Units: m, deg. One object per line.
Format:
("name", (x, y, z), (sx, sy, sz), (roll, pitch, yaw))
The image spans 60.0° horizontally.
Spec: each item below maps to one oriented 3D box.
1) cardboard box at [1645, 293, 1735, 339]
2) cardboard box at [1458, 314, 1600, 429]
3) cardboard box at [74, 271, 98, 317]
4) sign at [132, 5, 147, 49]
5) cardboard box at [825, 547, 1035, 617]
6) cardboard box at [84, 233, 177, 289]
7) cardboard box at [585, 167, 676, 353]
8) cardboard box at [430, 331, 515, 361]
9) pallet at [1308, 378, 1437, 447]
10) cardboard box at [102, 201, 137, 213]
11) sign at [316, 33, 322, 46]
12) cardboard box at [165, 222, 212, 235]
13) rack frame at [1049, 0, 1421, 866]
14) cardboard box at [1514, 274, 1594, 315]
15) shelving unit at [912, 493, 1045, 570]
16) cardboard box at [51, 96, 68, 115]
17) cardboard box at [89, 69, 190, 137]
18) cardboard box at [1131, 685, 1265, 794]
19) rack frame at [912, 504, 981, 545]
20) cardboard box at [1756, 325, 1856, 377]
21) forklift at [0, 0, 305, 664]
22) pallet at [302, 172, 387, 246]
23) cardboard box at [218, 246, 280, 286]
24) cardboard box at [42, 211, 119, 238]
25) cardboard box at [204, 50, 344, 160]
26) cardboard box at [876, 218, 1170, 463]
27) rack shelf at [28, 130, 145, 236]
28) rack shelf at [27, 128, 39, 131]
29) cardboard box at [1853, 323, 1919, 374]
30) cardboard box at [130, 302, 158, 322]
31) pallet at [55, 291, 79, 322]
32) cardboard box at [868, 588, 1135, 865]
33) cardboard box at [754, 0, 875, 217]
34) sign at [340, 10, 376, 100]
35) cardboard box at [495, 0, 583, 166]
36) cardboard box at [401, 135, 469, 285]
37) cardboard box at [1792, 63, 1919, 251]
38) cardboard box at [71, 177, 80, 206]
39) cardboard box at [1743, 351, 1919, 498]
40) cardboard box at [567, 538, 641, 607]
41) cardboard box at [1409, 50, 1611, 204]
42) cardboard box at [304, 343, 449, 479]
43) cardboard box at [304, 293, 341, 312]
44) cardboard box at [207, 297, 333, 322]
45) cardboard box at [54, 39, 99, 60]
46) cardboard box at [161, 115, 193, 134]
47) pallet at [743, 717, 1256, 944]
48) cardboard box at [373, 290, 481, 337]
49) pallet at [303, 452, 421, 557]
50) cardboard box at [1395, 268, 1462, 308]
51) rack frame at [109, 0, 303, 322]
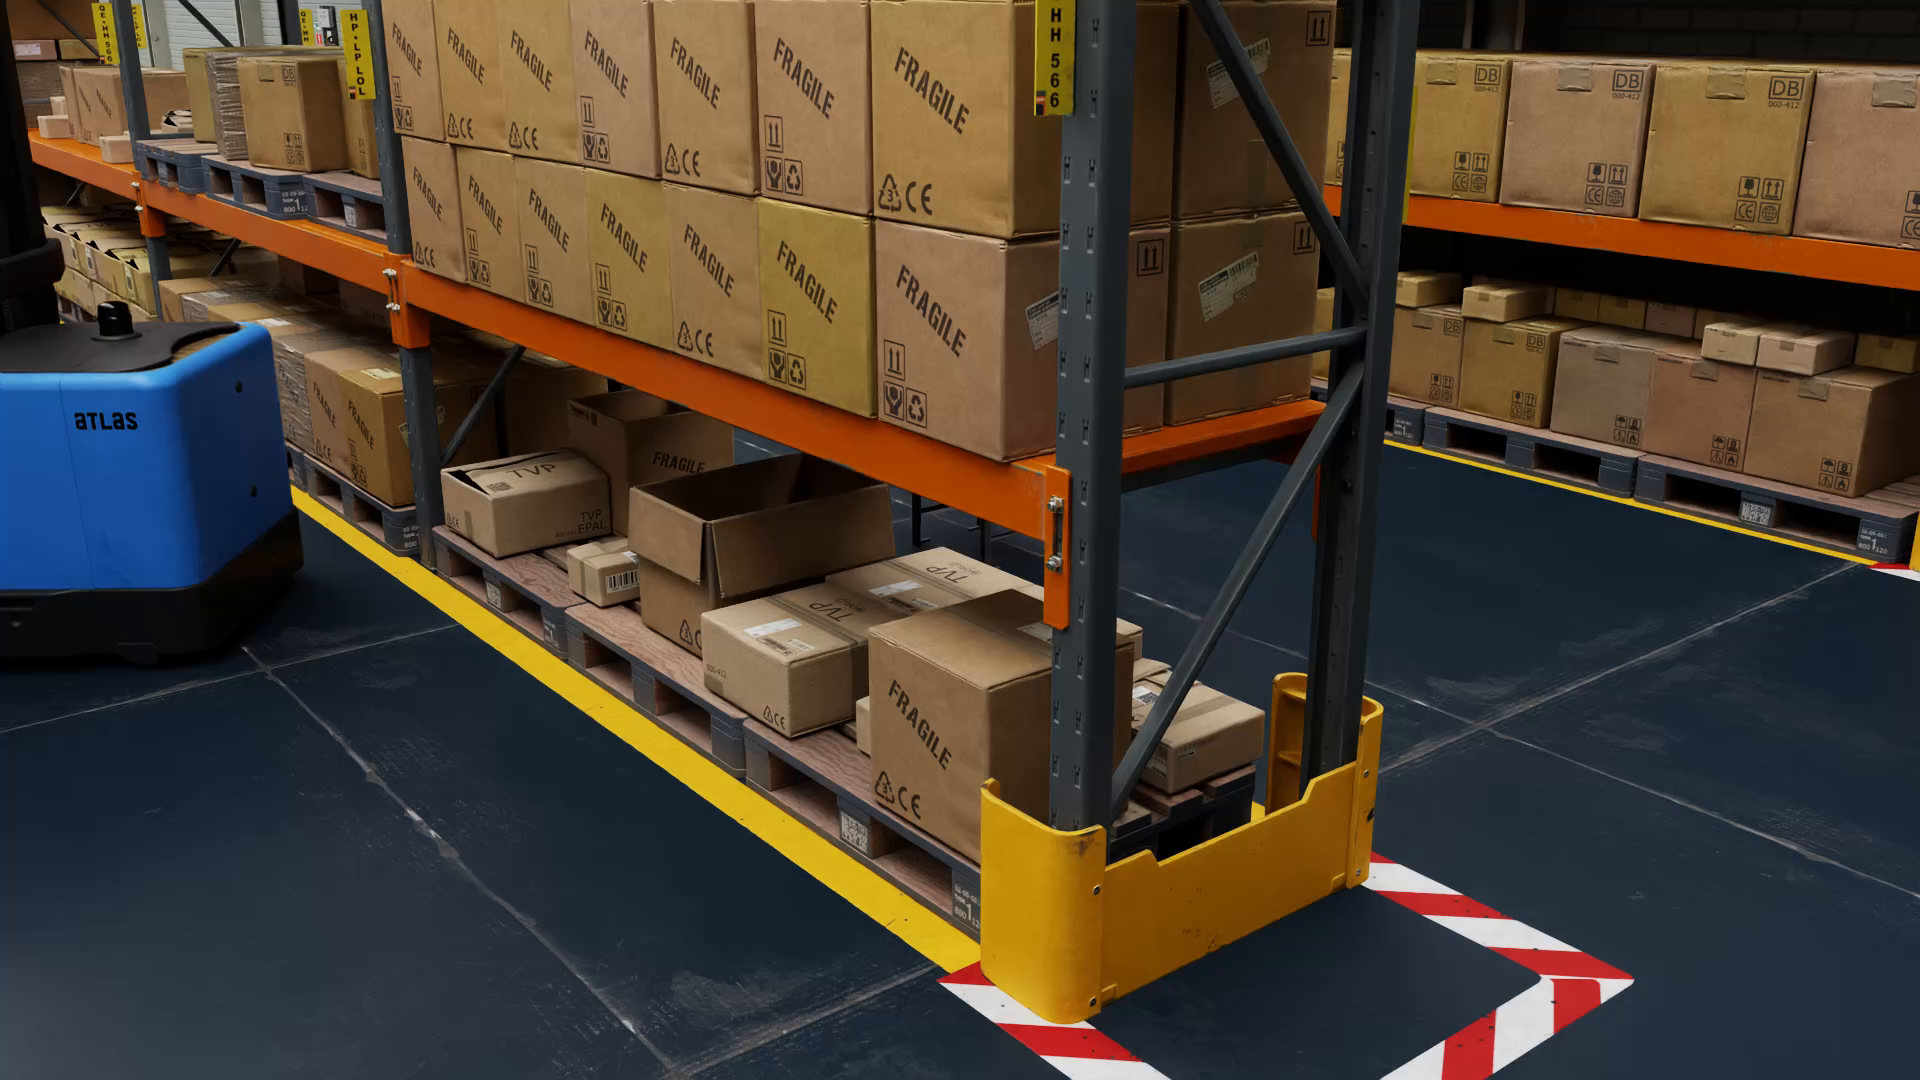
("cardboard box", (3.609, -1.110, 8.221), (0.380, 0.149, 0.250), (-14, 23, -35))
("cardboard box", (3.043, -0.922, 8.685), (0.700, 0.500, 0.500), (-13, 23, -35))
("cardboard box", (-5.803, -1.736, 11.540), (0.500, 0.250, 0.500), (-13, 23, -35))
("sign", (-6.395, -3.989, 12.922), (0.100, 0.325, 0.005), (-14, 23, -36))
("cardboard box", (-0.100, 0.249, 5.514), (0.500, 0.250, 0.500), (-14, 23, -36))
("cardboard box", (-5.488, -1.876, 11.071), (0.500, 0.311, 0.500), (-14, 23, -36))
("cardboard box", (-0.799, -0.892, 5.125), (0.500, 0.500, 0.500), (-14, 23, -37))
("cardboard box", (-2.297, -0.716, 8.029), (0.500, 0.500, 0.500), (-14, 23, -35))
("pallet", (2.444, -0.839, 9.560), (1.003, 0.211, 1.213), (-14, 23, -36))
("cardboard box", (-6.339, -2.485, 12.910), (0.500, 0.311, 0.500), (-14, 23, -36))
("sign", (-9.797, -7.587, 25.446), (0.001, 0.329, 0.234), (-14, 23, -36))
("cardboard box", (-5.393, -2.110, 11.778), (0.500, 0.311, 0.500), (-14, 23, -37))
("rack frame", (0.636, -0.412, 3.835), (1.000, 3.000, 0.127), (-14, 23, -36))
("cardboard box", (3.132, -1.299, 8.792), (0.380, 0.149, 0.250), (-14, 23, -36))
("shelving unit", (0.103, -0.956, 6.909), (0.431, 2.100, 0.503), (-14, 23, -36))
("cardboard box", (-6.475, -3.185, 12.447), (0.500, 0.250, 0.500), (-12, 22, -33))
("cardboard box", (-5.386, -2.841, 11.011), (0.500, 0.500, 0.500), (-16, 24, -39))
("cardboard box", (0.645, 0.562, 4.728), (0.380, 0.149, 0.250), (-14, 23, -36))
("rack frame", (-0.049, -1.016, 7.091), (0.400, 2.100, 0.015), (-14, 23, -36))
("cardboard box", (3.781, -0.849, 7.432), (0.380, 0.149, 0.250), (-14, 23, -37))
("forklift", (-4.199, -1.078, 5.955), (3.031, 2.935, 1.130), (0, 18, -1))
("pallet", (-2.258, -1.525, 7.500), (1.003, 0.211, 1.213), (-14, 23, -36))
("cardboard box", (-4.426, -1.730, 10.629), (0.500, 0.311, 0.500), (-13, 22, -34))
("cardboard box", (-6.447, -2.254, 12.213), (0.500, 0.311, 0.500), (-14, 23, -37))
("cardboard box", (-3.434, -2.234, 8.511), (0.700, 0.500, 0.500), (-9, 20, -26))
("cardboard box", (0.145, -0.517, 3.992), (0.500, 0.500, 0.500), (-13, 22, -34))
("rack shelf", (-5.573, -2.535, 11.389), (1.077, 0.370, 4.000), (-14, 23, -36))
("rack shelf", (-8.057, -3.520, 14.366), (1.077, 0.370, 4.000), (-14, 23, -36))
("cardboard box", (4.238, -0.862, 7.469), (0.380, 0.149, 0.250), (-14, 23, -36))
("cardboard box", (-4.849, -1.359, 10.402), (0.500, 0.250, 0.500), (-13, 23, -35))
("pallet", (-6.327, -1.871, 12.678), (1.003, 0.211, 1.213), (-14, 23, -36))
("cardboard box", (0.105, 0.480, 4.418), (0.500, 0.500, 0.500), (-14, 23, -36))
("cardboard box", (-0.170, -1.114, 4.206), (0.500, 0.500, 0.500), (-13, 22, -35))
("sign", (-2.280, -1.838, 6.299), (0.100, 0.325, 0.005), (-14, 23, -36))
("cardboard box", (-1.136, -1.495, 5.355), (0.500, 0.500, 0.500), (-15, 23, -38))
("cardboard box", (-1.745, -1.266, 6.256), (0.500, 0.500, 0.500), (-13, 22, -35))
("cardboard box", (4.192, -1.646, 7.084), (0.980, 0.700, 0.700), (-13, 22, -34))
("cardboard box", (-7.174, -2.916, 13.910), (0.500, 0.500, 0.500), (-14, 23, -36))
("cardboard box", (4.004, -0.545, 7.546), (0.700, 0.500, 0.500), (-14, 23, -36))
("cardboard box", (-1.212, 0.095, 6.110), (0.380, 0.166, 0.250), (-14, 23, -36))
("cardboard box", (2.806, -2.190, 8.727), (0.980, 0.700, 0.700), (-15, 23, -37))
("cardboard box", (-2.679, -0.609, 7.706), (0.500, 0.500, 0.500), (-14, 23, -36))
("cardboard box", (-3.245, -1.093, 9.169), (0.500, 0.500, 0.500), (-15, 24, -38))
("cardboard box", (-3.636, -0.985, 8.842), (0.500, 0.500, 0.500), (-14, 23, -37))
("cardboard box", (-6.830, -3.828, 12.961), (0.380, 0.149, 0.250), (-14, 23, -36))
("cardboard box", (-4.523, -2.439, 10.098), (0.500, 0.311, 0.500), (-12, 22, -33))
("pallet", (0.093, 0.697, 4.922), (1.003, 0.211, 1.213), (-14, 23, -36))
("cardboard box", (-2.578, -1.189, 8.265), (0.500, 0.250, 0.500), (-14, 23, -36))
("pallet", (-2.382, -0.267, 7.833), (1.003, 0.211, 1.213), (-14, 23, -36))
("cardboard box", (2.487, -1.362, 8.979), (0.380, 0.149, 0.250), (-13, 22, -34))
("rack frame", (-4.331, -2.383, 9.788), (1.000, 3.000, 0.127), (-14, 23, -36))
